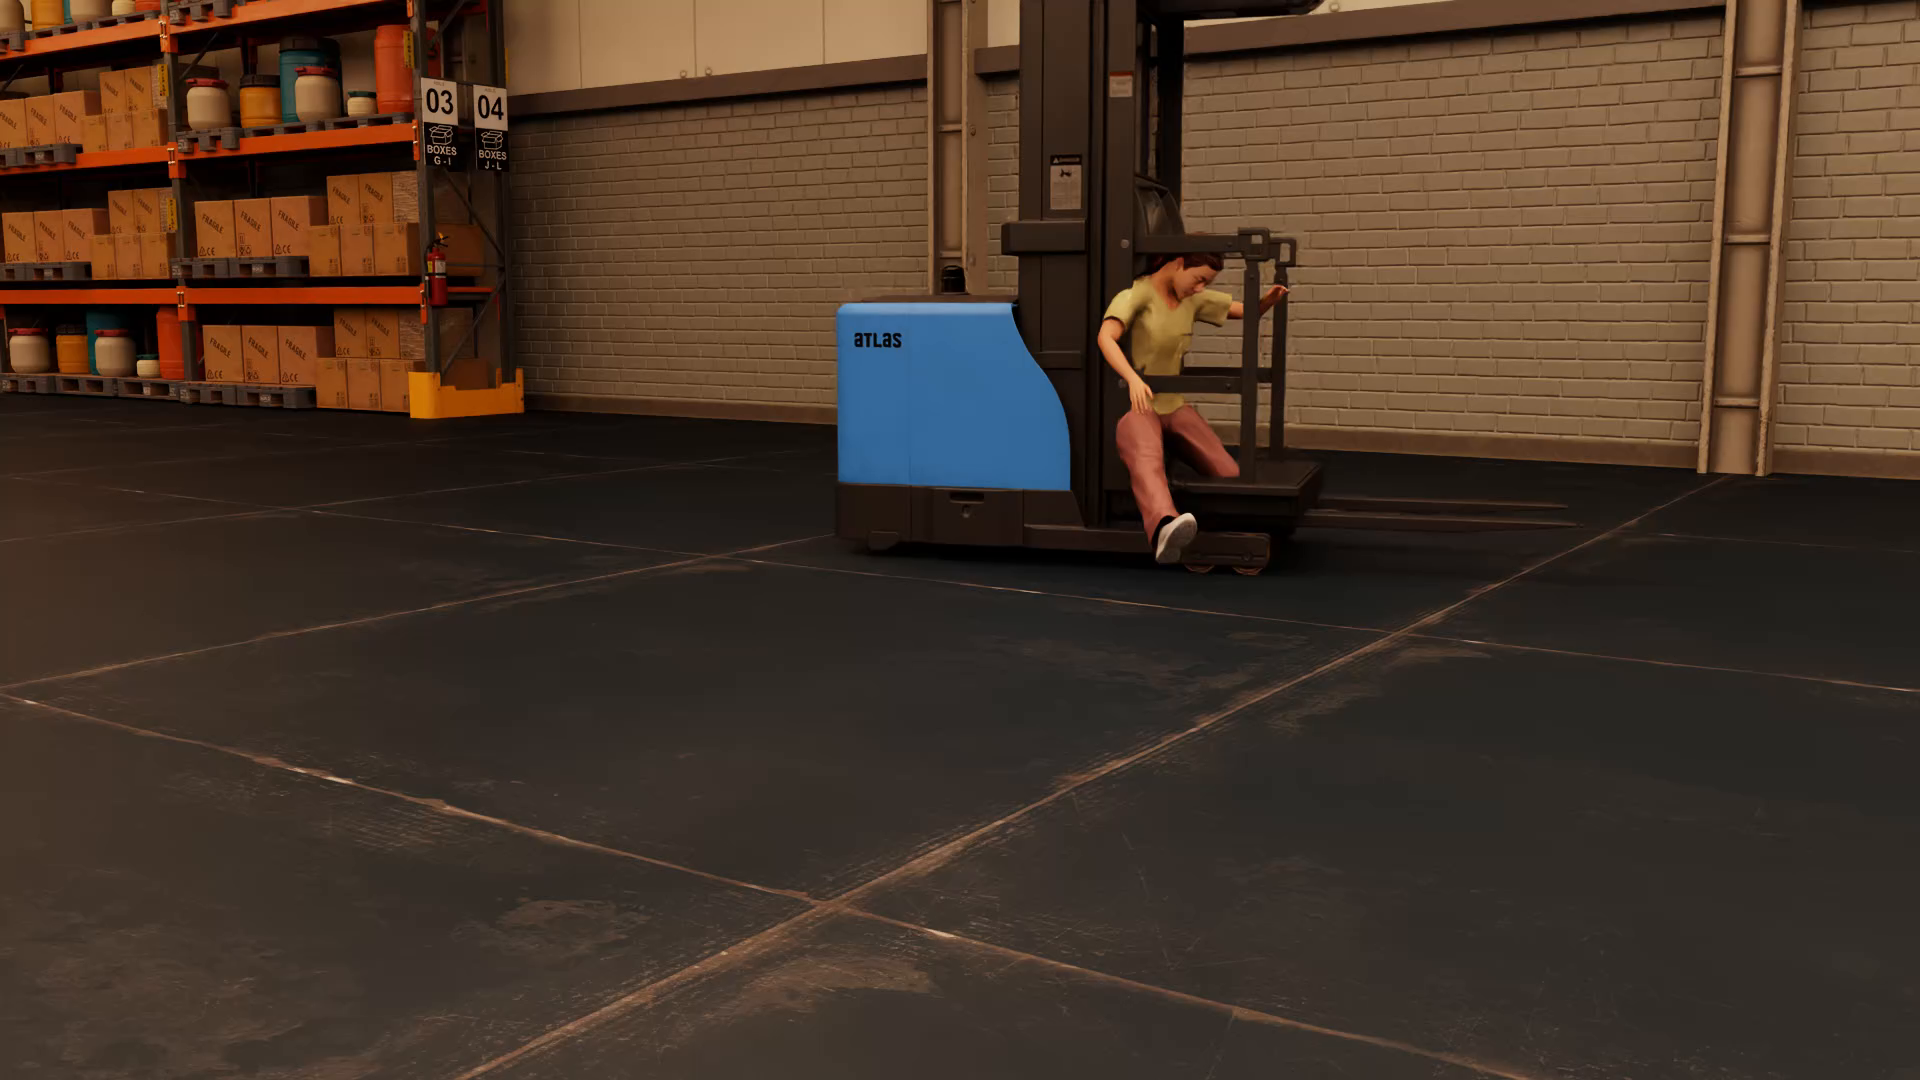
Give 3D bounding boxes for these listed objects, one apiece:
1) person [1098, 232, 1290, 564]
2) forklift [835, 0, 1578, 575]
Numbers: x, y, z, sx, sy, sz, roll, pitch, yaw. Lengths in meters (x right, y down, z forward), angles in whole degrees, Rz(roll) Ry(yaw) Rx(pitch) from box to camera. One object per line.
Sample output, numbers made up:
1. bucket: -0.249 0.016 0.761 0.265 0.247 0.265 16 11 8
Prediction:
1. person: 0.959 -0.548 6.637 1.001 1.347 1.104 -5 9 -29
2. forklift: 1.034 -1.394 6.997 3.031 2.935 1.130 3 8 17
